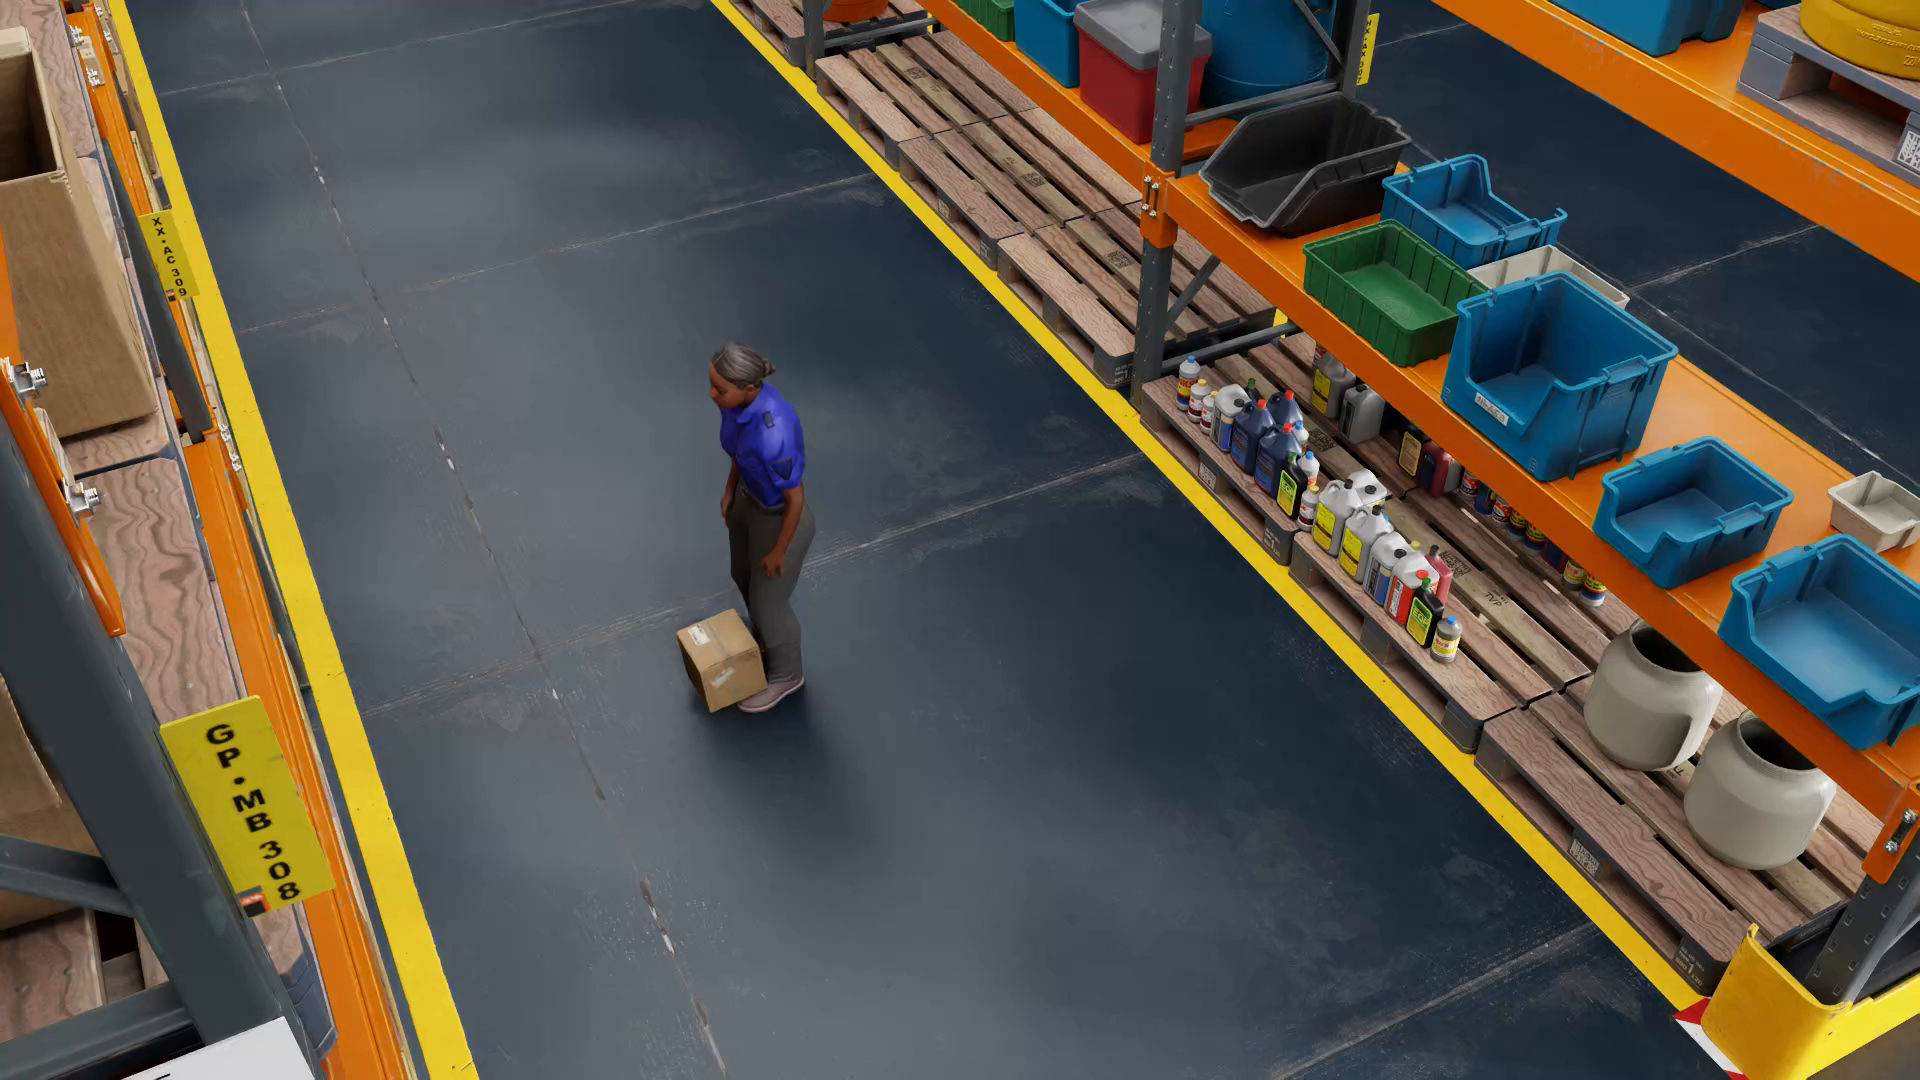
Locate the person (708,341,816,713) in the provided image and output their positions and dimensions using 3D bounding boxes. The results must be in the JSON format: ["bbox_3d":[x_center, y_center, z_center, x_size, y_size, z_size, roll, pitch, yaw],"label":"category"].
[{"bbox_3d":[-0.764,-0.069,6.239,0.399,1.656,0.502,-20,45,-21],"label":"person"}]
